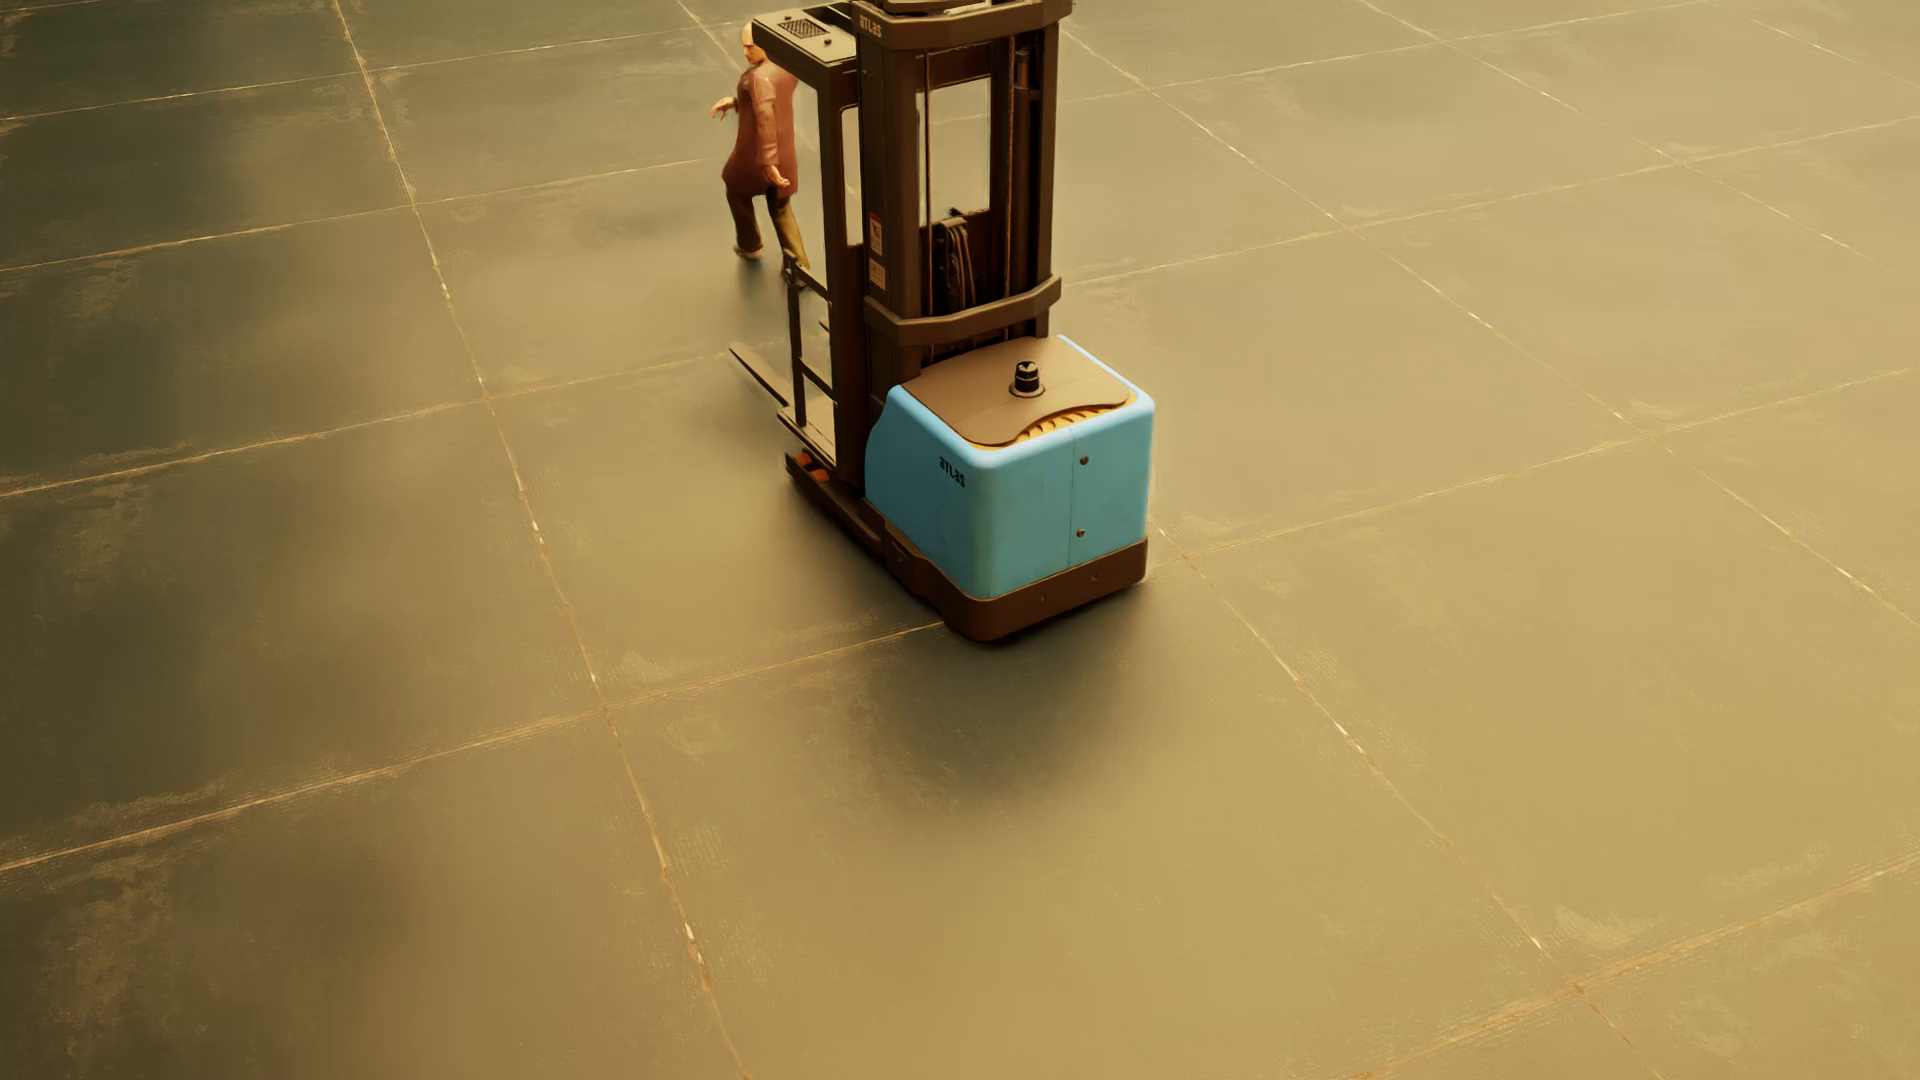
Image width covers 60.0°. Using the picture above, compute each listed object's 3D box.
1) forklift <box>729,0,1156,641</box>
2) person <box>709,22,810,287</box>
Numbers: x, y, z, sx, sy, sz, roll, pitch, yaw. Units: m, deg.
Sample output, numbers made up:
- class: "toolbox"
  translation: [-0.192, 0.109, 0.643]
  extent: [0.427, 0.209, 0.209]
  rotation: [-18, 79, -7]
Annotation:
- class: "forklift"
  translation: [-0.286, -1.540, 8.264]
  extent: [1.130, 2.935, 3.031]
  rotation: [-20, 40, -26]
- class: "person"
  translation: [-1.267, -2.481, 10.679]
  extent: [0.613, 1.727, 1.010]
  rotation: [-27, 44, -33]
